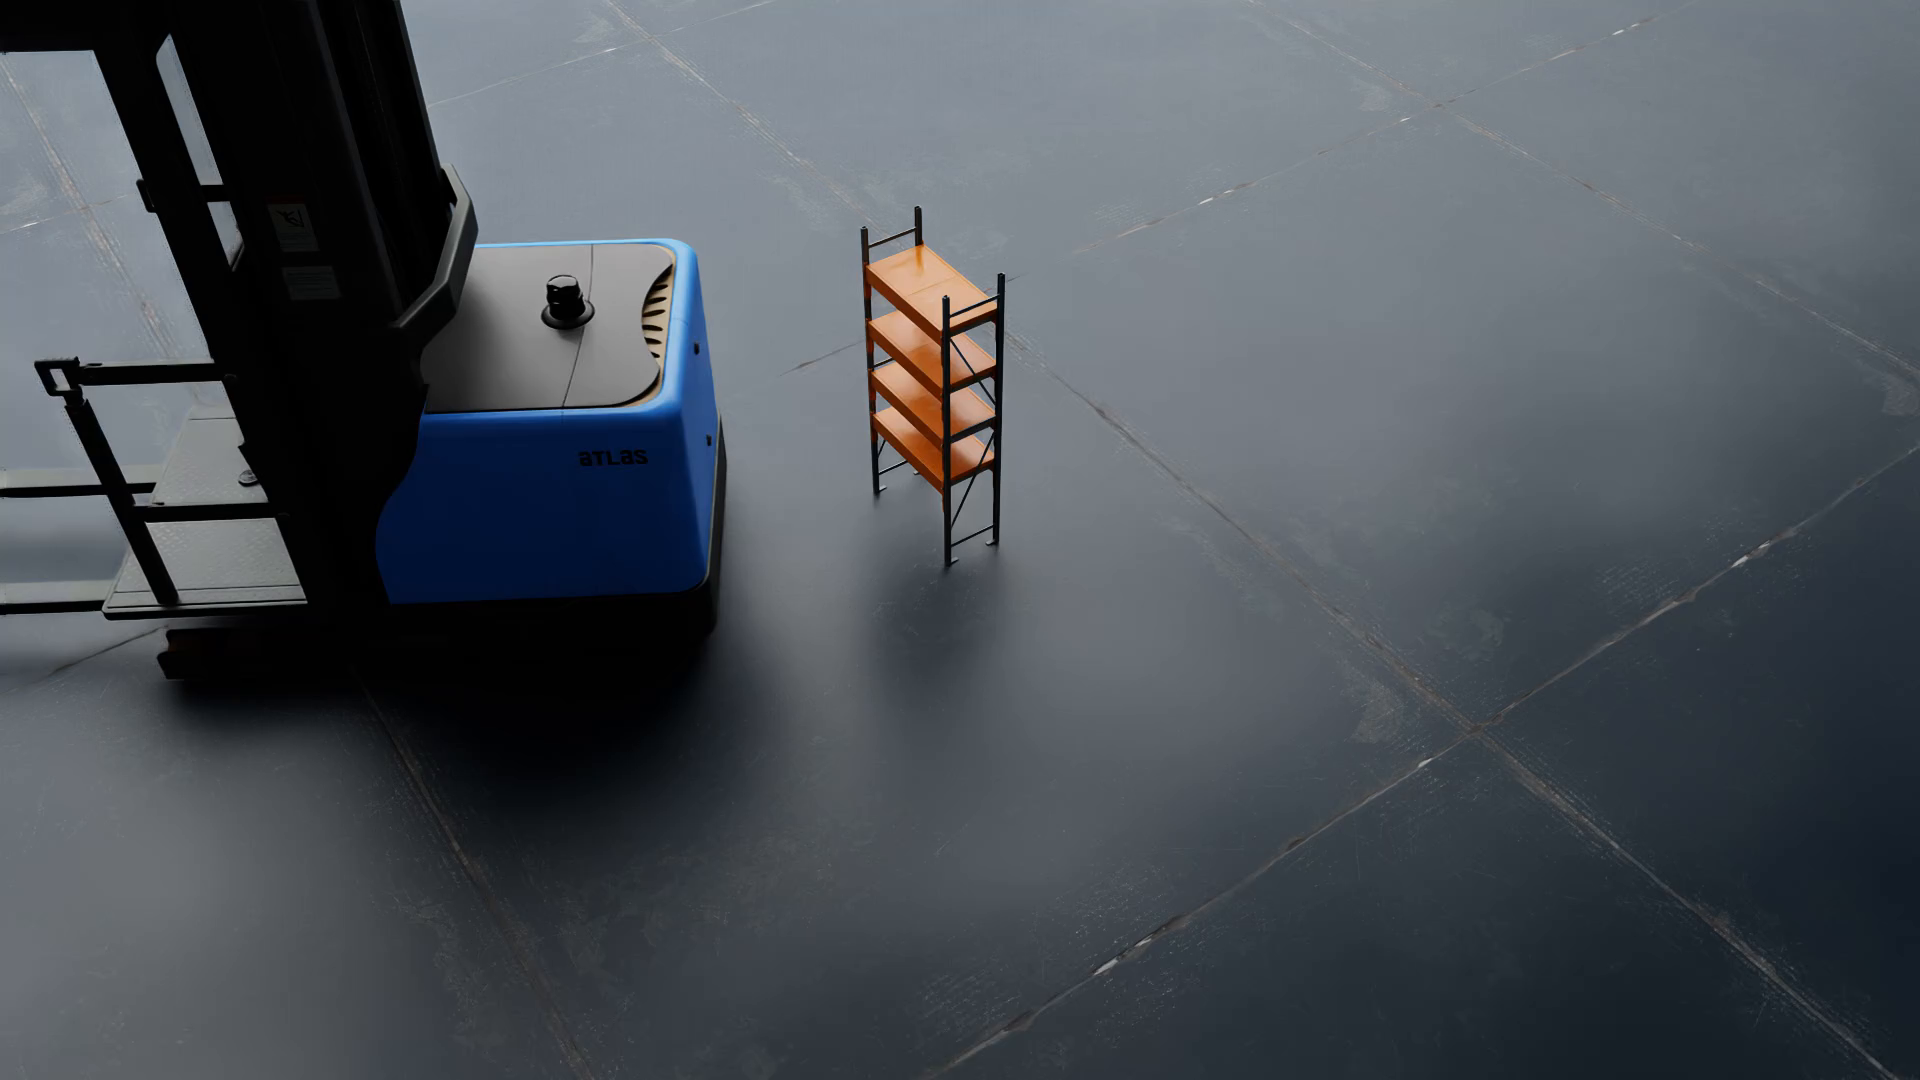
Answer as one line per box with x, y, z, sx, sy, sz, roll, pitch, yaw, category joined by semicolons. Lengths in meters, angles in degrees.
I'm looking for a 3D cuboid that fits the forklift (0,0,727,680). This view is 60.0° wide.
-2.392;-0.954;5.126;3.031;2.935;1.130;-2;44;-2;forklift

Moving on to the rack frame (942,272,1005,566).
0.045;-0.390;5.789;0.240;1.200;0.015;-26;49;-24;rack frame

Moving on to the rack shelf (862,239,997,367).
-0.095;-0.812;5.663;0.258;0.148;0.480;-26;49;-24;rack shelf

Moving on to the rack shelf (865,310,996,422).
-0.095;-0.641;5.826;0.258;0.148;0.480;-26;49;-24;rack shelf

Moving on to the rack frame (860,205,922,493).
-0.234;-0.666;6.079;0.240;1.200;0.015;-26;49;-24;rack frame

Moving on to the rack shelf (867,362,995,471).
-0.095;-0.479;5.980;0.258;0.148;0.480;-26;49;-24;rack shelf

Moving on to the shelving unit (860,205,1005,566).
-0.095;-0.528;5.934;0.258;1.200;0.503;-26;49;-24;shelving unit

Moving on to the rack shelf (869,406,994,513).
-0.095;-0.335;6.117;0.258;0.148;0.480;-26;49;-24;rack shelf
